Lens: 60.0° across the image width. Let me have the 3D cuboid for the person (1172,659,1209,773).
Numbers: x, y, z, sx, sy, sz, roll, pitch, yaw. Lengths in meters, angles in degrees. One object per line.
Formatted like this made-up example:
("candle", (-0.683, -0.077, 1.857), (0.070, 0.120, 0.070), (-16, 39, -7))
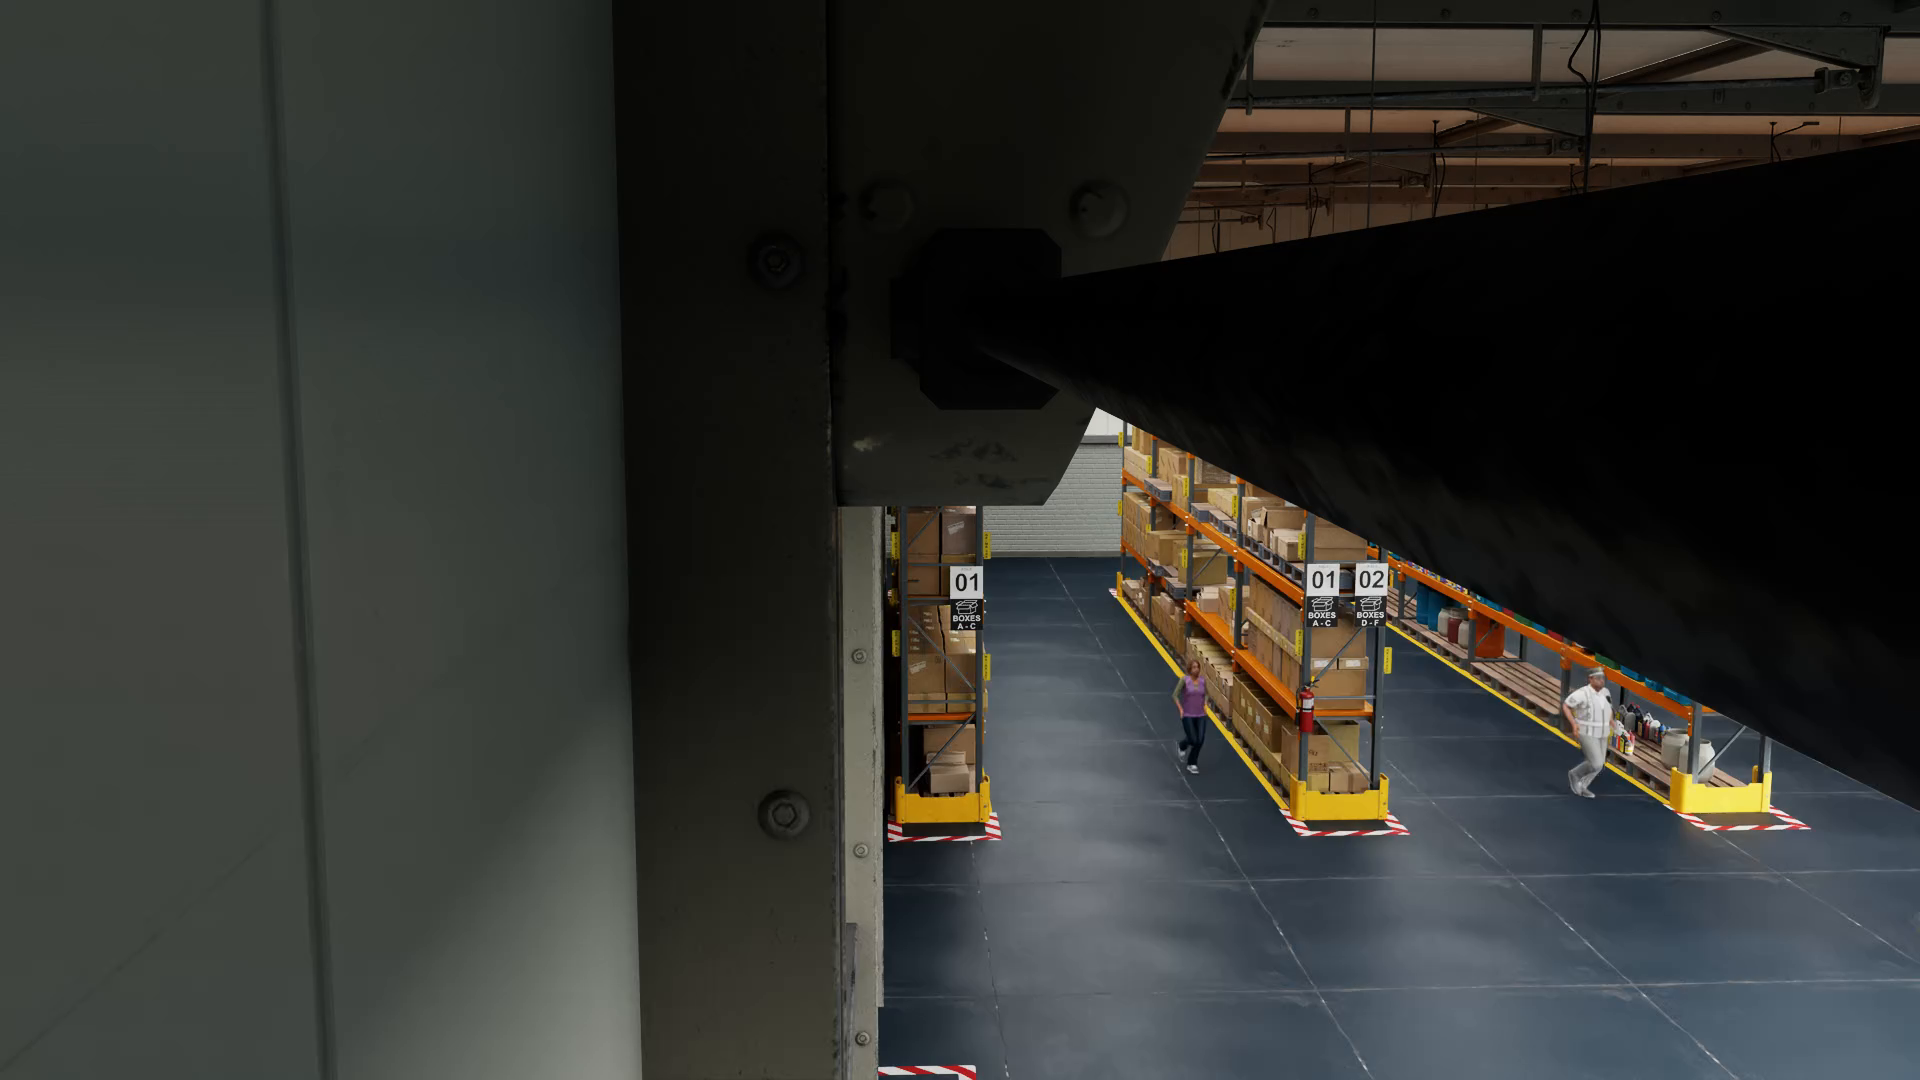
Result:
("person", (3.171, 2.395, 22.650), (0.507, 1.552, 0.512), (-2, 8, -12))

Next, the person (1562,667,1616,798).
("person", (8.152, 2.480, 21.356), (0.648, 1.730, 0.587), (-3, 9, -21))
